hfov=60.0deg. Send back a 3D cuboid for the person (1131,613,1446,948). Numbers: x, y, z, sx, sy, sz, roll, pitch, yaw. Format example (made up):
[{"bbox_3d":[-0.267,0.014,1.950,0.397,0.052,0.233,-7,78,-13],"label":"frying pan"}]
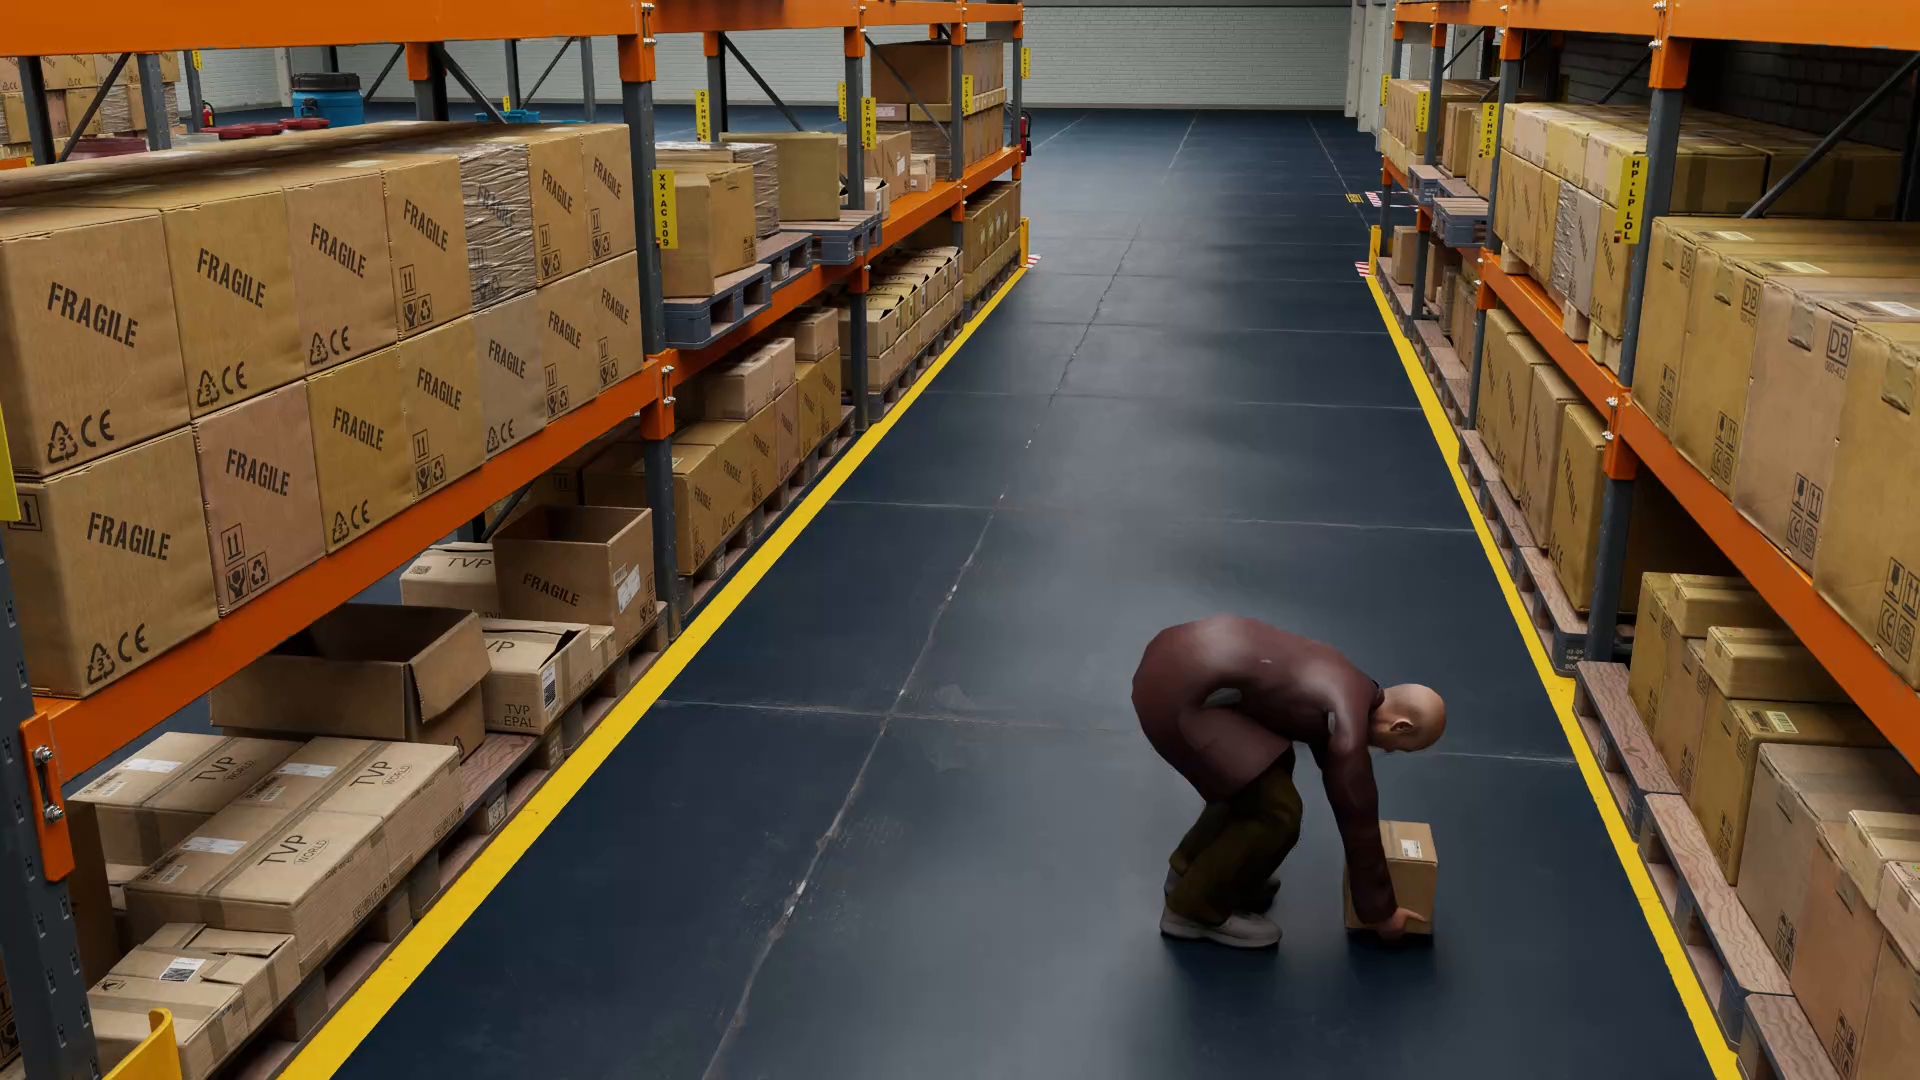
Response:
[{"bbox_3d":[0.989,0.722,5.092,0.942,0.994,0.591,2,18,6],"label":"person"}]
